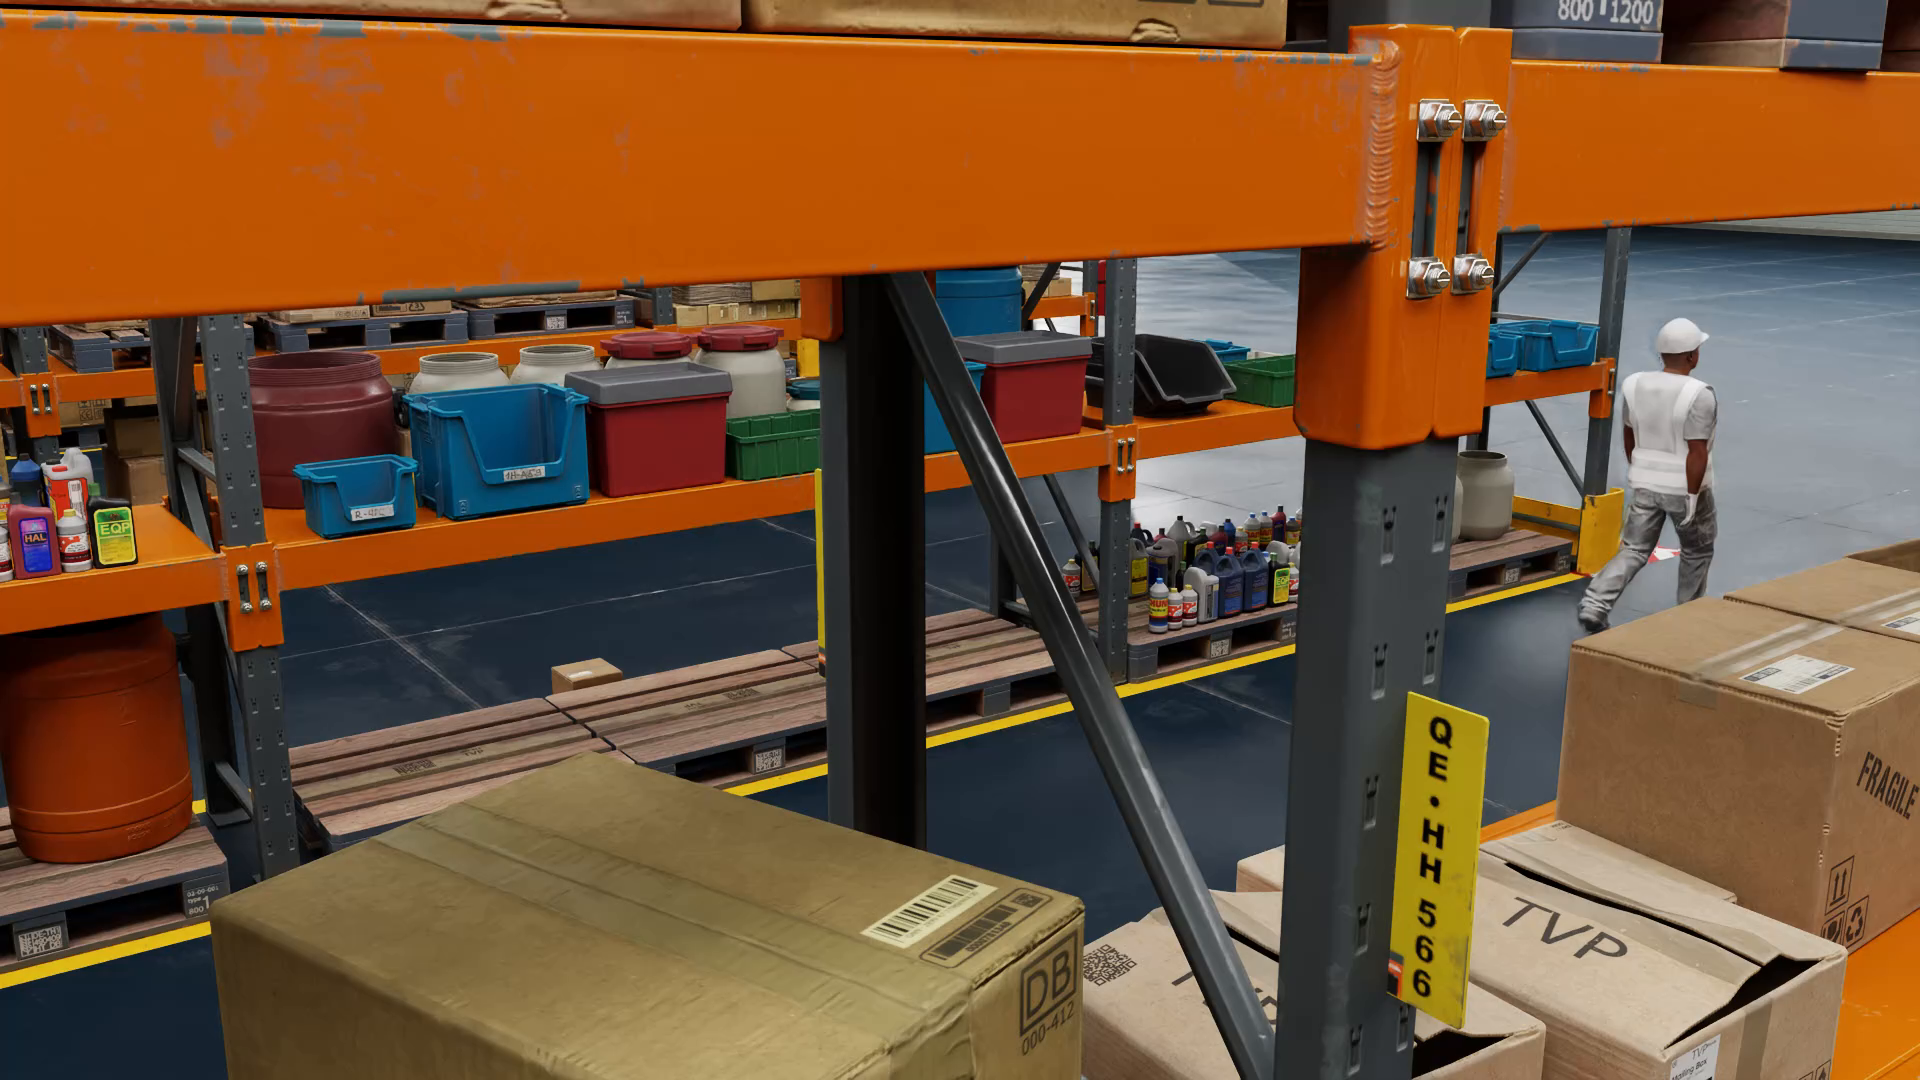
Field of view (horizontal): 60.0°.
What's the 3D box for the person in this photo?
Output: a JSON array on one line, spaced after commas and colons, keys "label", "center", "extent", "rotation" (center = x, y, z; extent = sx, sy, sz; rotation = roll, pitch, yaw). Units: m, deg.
[{"label": "person", "center": [3.691, -0.285, 8.718], "extent": [0.946, 1.758, 0.548], "rotation": [-10, 17, -33]}]
